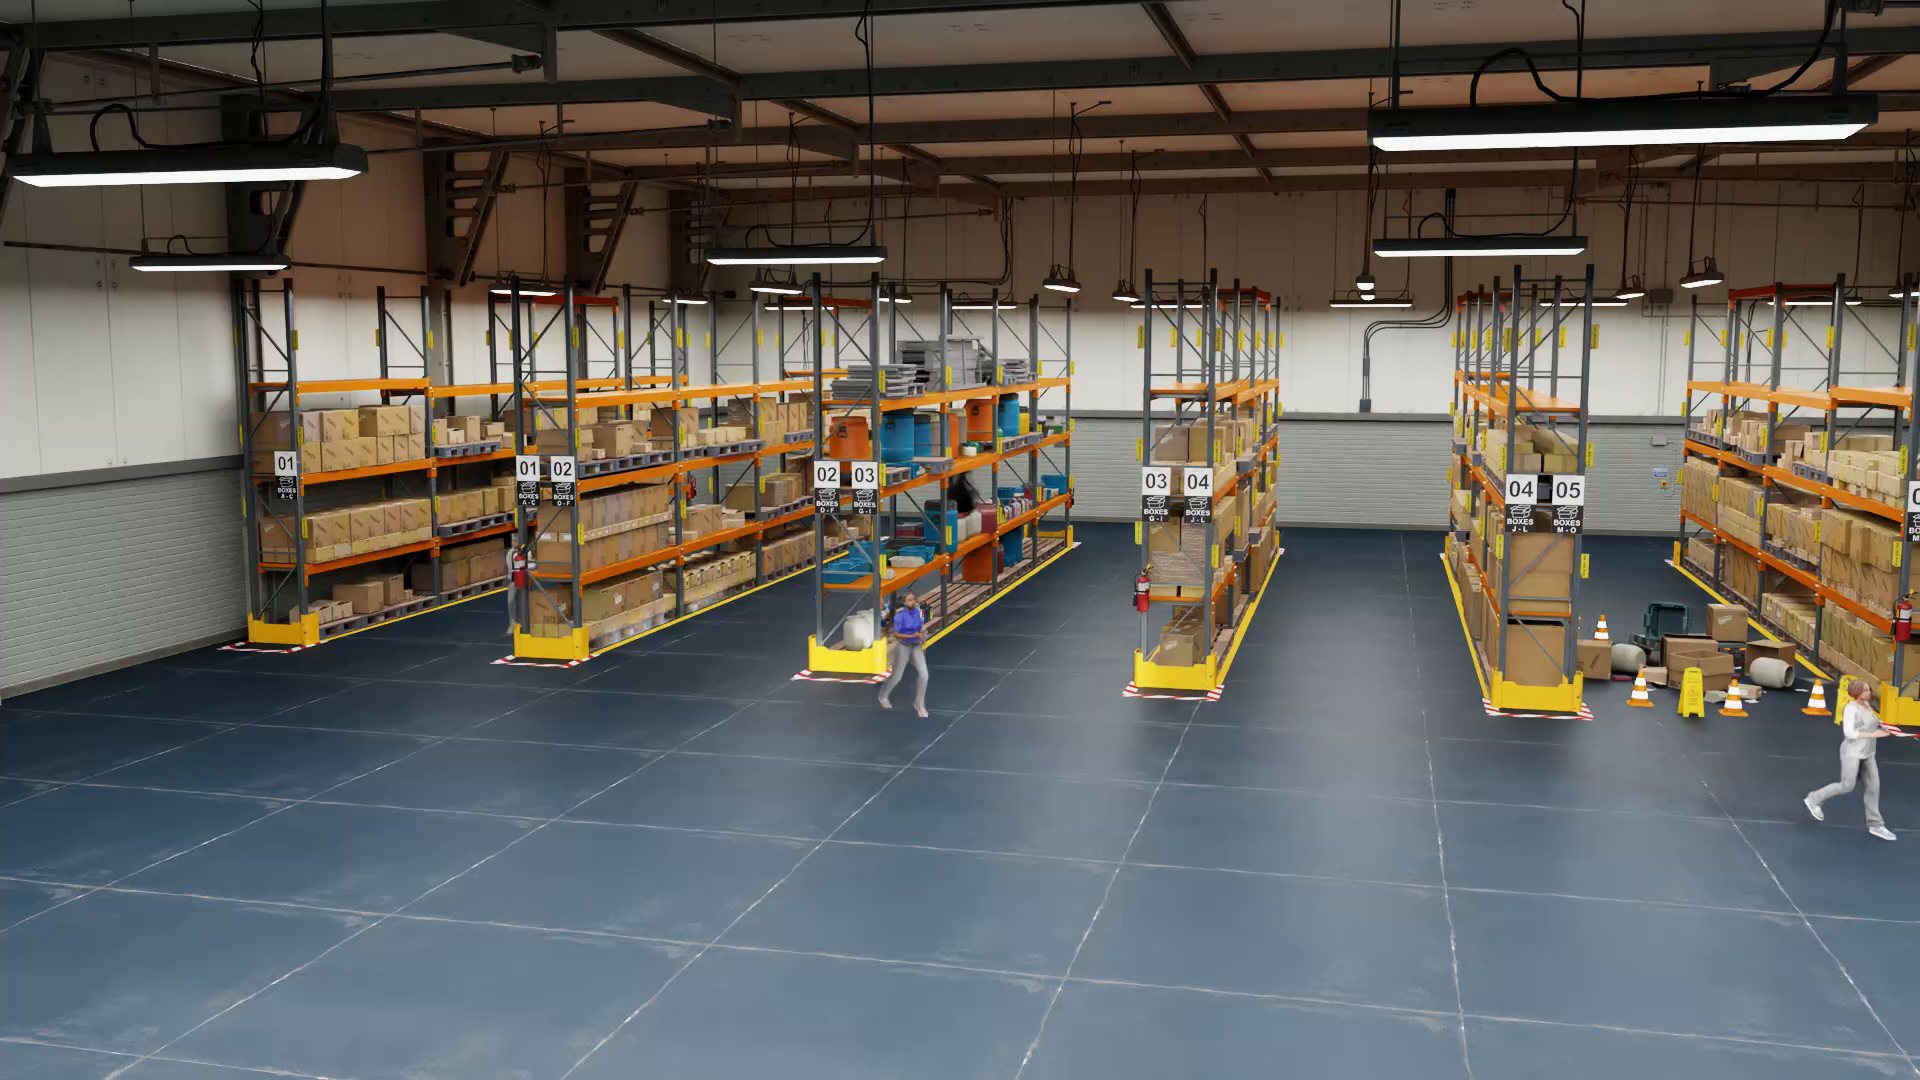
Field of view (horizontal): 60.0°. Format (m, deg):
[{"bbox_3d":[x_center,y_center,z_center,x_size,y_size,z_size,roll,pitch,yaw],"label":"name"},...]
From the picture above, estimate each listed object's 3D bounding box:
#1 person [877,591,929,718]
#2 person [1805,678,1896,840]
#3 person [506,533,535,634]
[{"bbox_3d":[-0.716,1.521,22.321,0.586,1.704,0.892,-5,9,-38],"label":"person"},{"bbox_3d":[9.082,2.185,16.875,0.544,1.586,0.879,-5,8,-34],"label":"person"},{"bbox_3d":[-7.574,0.736,28.704,0.584,1.754,0.760,1,7,12],"label":"person"}]
